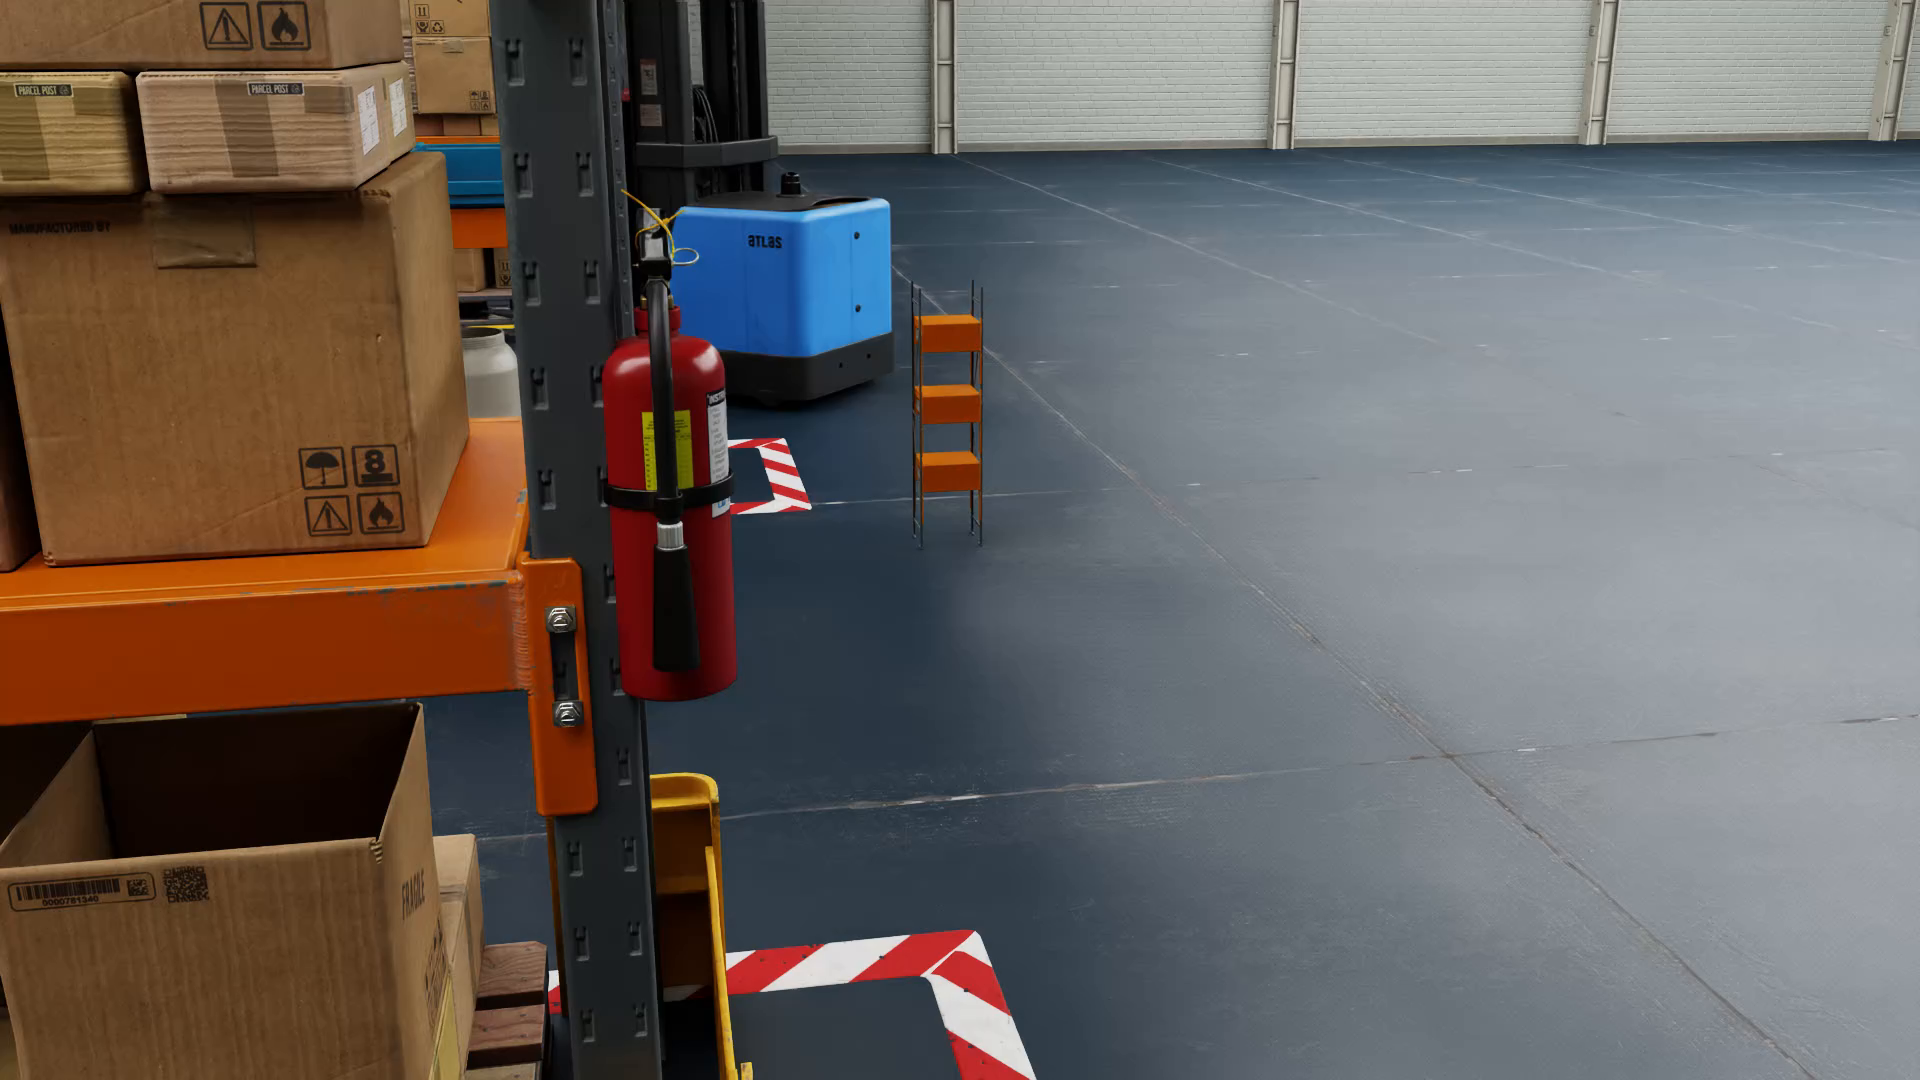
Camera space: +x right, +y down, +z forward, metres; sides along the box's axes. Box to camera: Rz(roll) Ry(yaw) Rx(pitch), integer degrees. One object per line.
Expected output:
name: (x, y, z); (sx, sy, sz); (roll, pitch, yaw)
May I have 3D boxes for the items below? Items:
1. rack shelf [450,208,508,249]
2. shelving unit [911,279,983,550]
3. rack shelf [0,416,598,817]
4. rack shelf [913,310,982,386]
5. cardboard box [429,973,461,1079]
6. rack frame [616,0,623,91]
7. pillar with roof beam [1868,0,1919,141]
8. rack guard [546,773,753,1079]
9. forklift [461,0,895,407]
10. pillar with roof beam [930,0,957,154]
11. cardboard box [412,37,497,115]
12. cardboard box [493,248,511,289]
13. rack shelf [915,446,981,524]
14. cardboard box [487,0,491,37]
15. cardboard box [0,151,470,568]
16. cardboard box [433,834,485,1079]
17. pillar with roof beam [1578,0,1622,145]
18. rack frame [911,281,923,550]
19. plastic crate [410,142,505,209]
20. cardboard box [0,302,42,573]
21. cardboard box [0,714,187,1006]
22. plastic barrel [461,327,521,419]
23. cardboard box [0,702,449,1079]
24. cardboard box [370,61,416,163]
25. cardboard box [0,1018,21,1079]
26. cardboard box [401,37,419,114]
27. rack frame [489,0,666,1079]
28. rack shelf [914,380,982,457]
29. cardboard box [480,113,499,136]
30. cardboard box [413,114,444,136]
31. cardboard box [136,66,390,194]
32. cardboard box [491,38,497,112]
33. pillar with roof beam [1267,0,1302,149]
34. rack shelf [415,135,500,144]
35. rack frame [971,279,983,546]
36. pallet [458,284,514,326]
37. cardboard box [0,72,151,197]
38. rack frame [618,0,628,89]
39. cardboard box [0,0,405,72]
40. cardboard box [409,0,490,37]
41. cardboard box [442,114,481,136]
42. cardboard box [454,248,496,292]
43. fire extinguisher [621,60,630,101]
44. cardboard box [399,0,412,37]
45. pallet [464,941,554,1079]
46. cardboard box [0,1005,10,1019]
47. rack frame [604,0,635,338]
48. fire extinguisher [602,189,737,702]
rack shelf: (-3.502, -1.261, 7.034); (4.000, 0.370, 1.077); (-3, 17, -10)
shelving unit: (-0.053, -0.499, 6.648); (0.252, 1.050, 0.215); (-3, 17, -10)
rack shelf: (-2.566, 0.167, 2.385); (4.000, 0.370, 1.077); (-3, 17, -10)
rack shelf: (-0.053, -0.760, 6.568); (0.240, 0.259, 0.215); (-3, 17, -10)
cardboard box: (-1.072, 0.940, 2.609); (0.500, 0.250, 0.500); (-3, 17, -10)
rack frame: (-2.477, -3.144, 11.940); (0.127, 3.000, 1.000); (-3, 17, -10)
pillar with roof beam: (18.224, -10.616, 26.050); (0.400, 9.000, 9.100); (-3, 17, -10)
rack guard: (-0.578, 0.905, 3.013); (0.348, 0.500, 1.175); (-3, 17, -10)
forklift: (-1.932, -2.417, 9.690); (3.031, 2.935, 1.130); (9, 19, 26)
pillar with roof beam: (0.550, -9.614, 22.786); (0.400, 9.000, 9.100); (-3, 17, -10)
cardboard box: (-3.491, -3.249, 11.605); (0.500, 0.500, 0.875); (-3, 17, -10)
cardboard box: (-3.094, -2.120, 12.148); (0.500, 0.500, 0.500); (0, 17, 0)
rack shelf: (-0.053, -0.223, 6.733); (0.240, 0.259, 0.215); (-3, 17, -10)
cardboard box: (-2.971, -3.710, 11.403); (0.500, 0.500, 0.500); (-3, 17, -10)
cardboard box: (-1.063, -0.314, 2.554); (0.500, 0.500, 0.700); (-3, 17, -10)
cardboard box: (-1.171, 0.791, 3.095); (0.500, 0.250, 0.500); (-3, 17, -10)
pillar with roof beam: (12.332, -10.282, 24.962); (0.400, 9.000, 9.100); (-3, 17, -10)
rack frame: (-0.172, -0.492, 6.626); (0.008, 1.050, 0.200); (-3, 17, -10)
plastic crate: (-1.973, -1.531, 6.942); (0.616, 0.251, 0.499); (-3, 17, -10)
cardboard box: (-1.577, -0.283, 2.455); (0.500, 0.500, 0.700); (-3, 17, -9)
cardboard box: (-1.661, 0.461, 2.893); (0.500, 0.500, 0.500); (-3, 17, -10)
plastic barrel: (-2.170, -0.669, 7.404); (0.421, 0.512, 0.421); (0, 17, 0)
cardboard box: (-1.072, 0.582, 2.497); (0.500, 0.500, 0.500); (-3, 17, -10)
cardboard box: (-1.028, -0.686, 2.663); (0.250, 0.149, 0.380); (-3, 17, -11)
cardboard box: (-1.561, 0.972, 2.507); (0.500, 0.250, 0.500); (-3, 17, -10)
cardboard box: (-3.990, -3.234, 11.554); (0.500, 0.500, 0.875); (-3, 17, -10)
rack frame: (-0.602, -0.288, 2.642); (0.127, 3.000, 1.000); (-3, 17, -10)
rack shelf: (-0.053, -0.489, 6.651); (0.240, 0.259, 0.215); (-3, 17, -10)
cardboard box: (-3.199, -2.906, 11.593); (0.250, 0.149, 0.380); (-3, 17, -10)
cardboard box: (-3.701, -2.895, 11.556); (0.250, 0.149, 0.380); (-3, 17, -10)
cardboard box: (-0.941, -0.570, 2.284); (0.250, 0.149, 0.380); (-4, 17, -11)
cardboard box: (-3.023, -3.312, 11.808); (0.500, 0.500, 0.875); (-3, 17, -10)
pillar with roof beam: (6.441, -9.948, 23.874); (0.400, 9.000, 9.100); (-3, 17, -10)
rack shelf: (-4.441, -2.689, 11.683); (4.000, 0.370, 1.077); (-3, 17, -10)
rack frame: (0.067, -0.506, 6.670); (0.008, 1.050, 0.200); (-3, 17, -10)
pallet: (-3.356, -1.772, 12.222); (1.213, 0.211, 1.003); (-3, 17, -10)
cardboard box: (-1.198, -0.555, 2.235); (0.250, 0.149, 0.380); (-3, 17, -9)
rack frame: (-3.319, -4.580, 16.614); (0.127, 3.000, 1.000); (-3, 17, -10)
cardboard box: (-1.115, -0.931, 2.354); (0.500, 0.500, 0.700); (-3, 17, -10)
cardboard box: (-3.460, -3.681, 11.307); (0.500, 0.500, 0.500); (-3, 17, -10)
cardboard box: (-3.448, -2.897, 11.562); (0.250, 0.149, 0.380); (-3, 17, -10)
cardboard box: (-3.674, -2.077, 12.007); (0.500, 0.500, 0.500); (1, 17, 4)
fire extinguisher: (-2.278, -2.981, 11.540); (0.183, 0.674, 0.296); (-3, 17, -10)
cardboard box: (-3.952, -3.654, 11.219); (0.500, 0.500, 0.500); (-3, 17, -10)
pallet: (-1.345, 1.099, 2.873); (1.213, 0.211, 1.003); (-3, 17, -10)
cardboard box: (-1.661, 0.820, 3.001); (0.500, 0.250, 0.500); (-3, 17, -10)
rack frame: (-1.538, -1.716, 7.291); (0.127, 3.000, 1.000); (-3, 17, -10)
fire extinguisher: (-0.398, -0.124, 2.239); (0.183, 0.674, 0.296); (-3, 17, -10)
